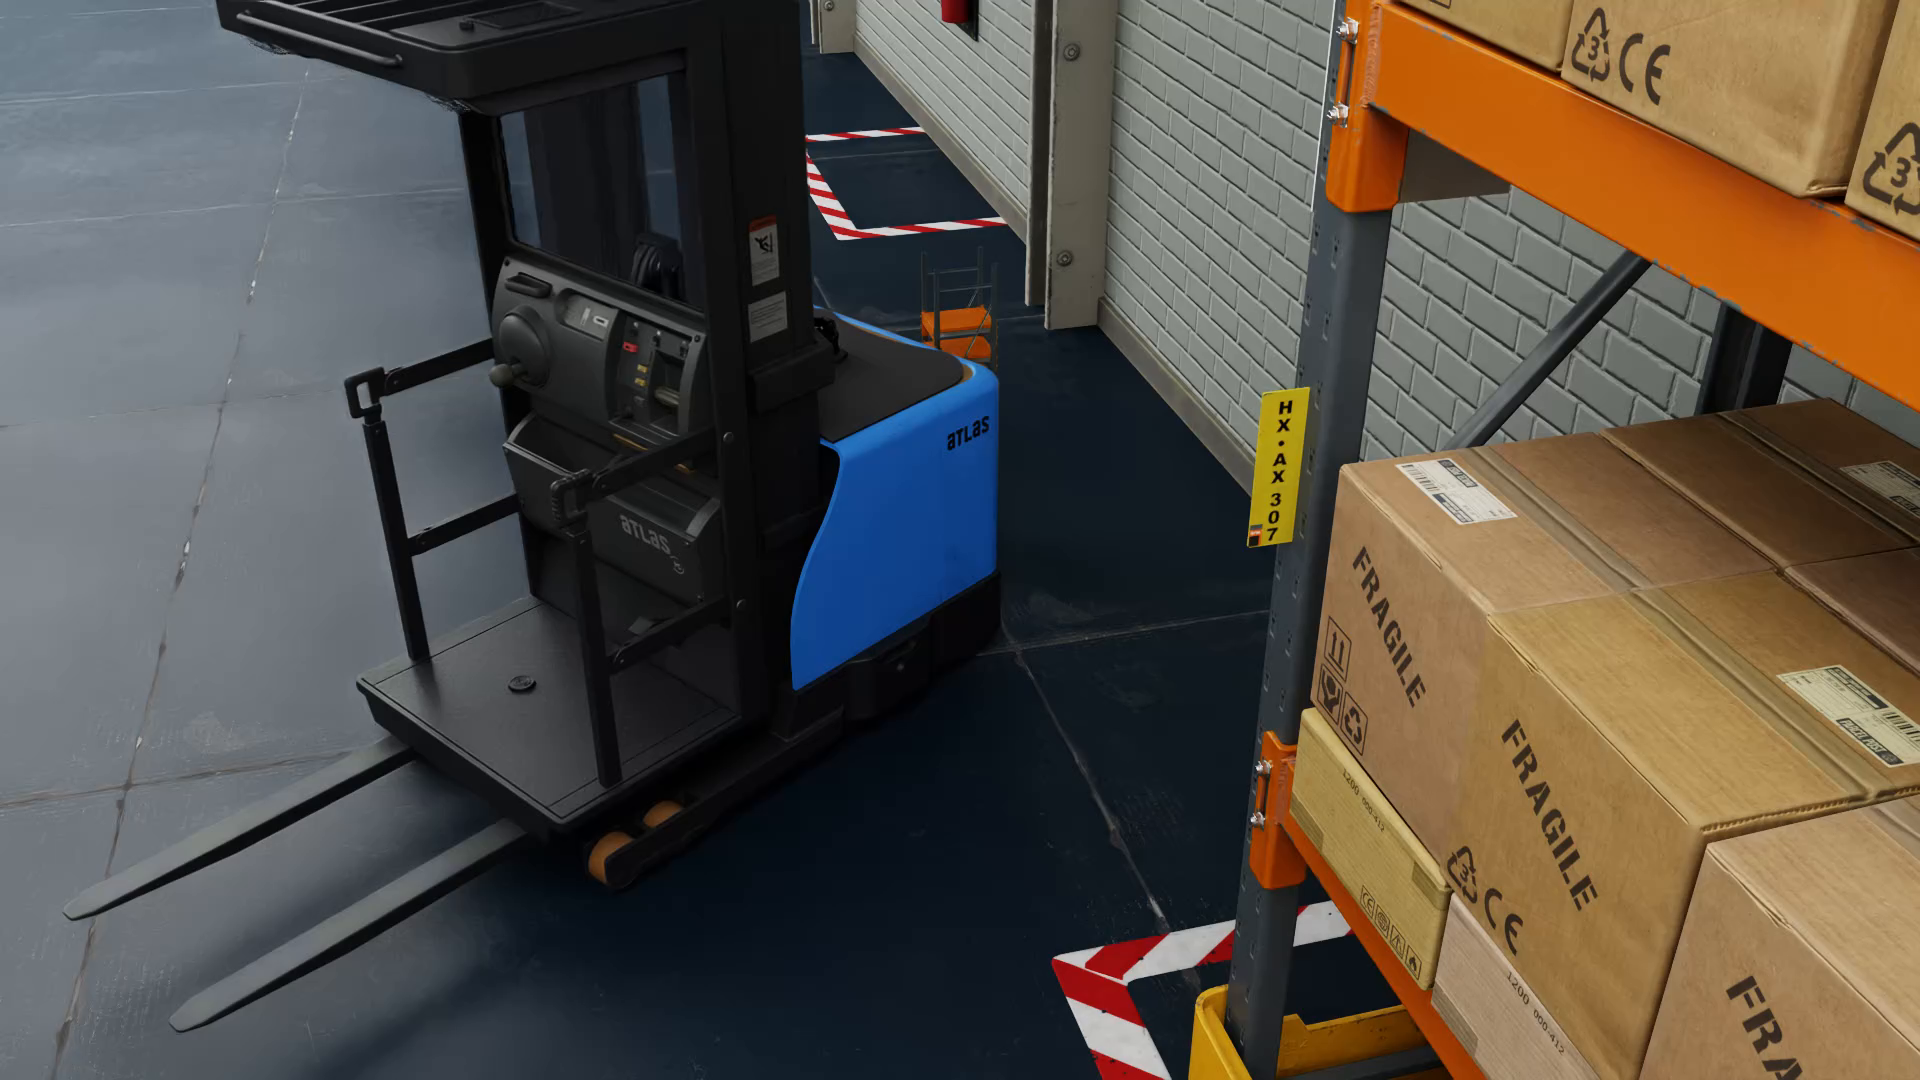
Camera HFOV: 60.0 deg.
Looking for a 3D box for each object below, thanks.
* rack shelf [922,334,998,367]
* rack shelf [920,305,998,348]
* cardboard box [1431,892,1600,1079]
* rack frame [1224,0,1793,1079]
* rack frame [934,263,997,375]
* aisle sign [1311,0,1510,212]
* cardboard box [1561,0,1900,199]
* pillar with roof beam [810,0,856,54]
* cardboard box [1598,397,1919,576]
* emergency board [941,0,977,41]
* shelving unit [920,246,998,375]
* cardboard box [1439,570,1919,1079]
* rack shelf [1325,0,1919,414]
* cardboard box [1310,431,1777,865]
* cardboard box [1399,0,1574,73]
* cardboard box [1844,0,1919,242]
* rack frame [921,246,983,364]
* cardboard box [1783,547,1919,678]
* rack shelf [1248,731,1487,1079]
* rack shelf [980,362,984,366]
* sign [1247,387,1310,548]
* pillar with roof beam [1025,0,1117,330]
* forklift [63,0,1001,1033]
[{"bbox_3d":[-0.004,-0.696,6.364,0.258,0.103,0.180,-8,31,-13],"label":"rack shelf"},{"bbox_3d":[-0.004,-0.799,6.303,0.258,0.103,0.180,-8,31,-13],"label":"rack shelf"},{"bbox_3d":[1.098,0.752,2.586,0.500,0.250,0.500,-9,31,-15],"label":"cardboard box"},{"bbox_3d":[1.123,0.169,3.463,1.000,3.000,0.127,-8,31,-13],"label":"rack frame"},{"bbox_3d":[0.020,-0.482,6.385,0.240,1.200,0.006,-8,31,-13],"label":"rack frame"},{"bbox_3d":[0.815,-0.951,2.803,0.394,0.787,0.004,-8,31,-13],"label":"aisle sign"},{"bbox_3d":[1.079,-0.722,1.889,0.500,0.500,0.500,-6,31,-10],"label":"cardboard box"},{"bbox_3d":[-5.193,-7.428,10.599,9.100,9.000,0.400,-8,31,-13],"label":"pillar with roof beam"},{"bbox_3d":[1.453,0.100,2.964,0.500,0.500,0.500,-8,31,-14],"label":"cardboard box"},{"bbox_3d":[-0.069,-3.704,10.155,0.194,1.169,0.643,-8,31,-13],"label":"emergency board"},{"bbox_3d":[-0.004,-0.526,6.461,0.258,1.200,0.189,-8,31,-13],"label":"shelving unit"},{"bbox_3d":[1.081,0.411,2.426,0.500,0.500,0.500,-8,31,-13],"label":"cardboard box"},{"bbox_3d":[1.654,0.148,1.223,1.077,0.370,4.000,-8,31,-13],"label":"rack shelf"},{"bbox_3d":[0.960,0.171,2.841,0.500,0.500,0.500,-8,31,-13],"label":"cardboard box"},{"bbox_3d":[0.971,-0.986,2.345,0.500,0.500,0.500,-7,31,-12],"label":"cardboard box"},{"bbox_3d":[1.220,-0.472,1.457,0.500,0.500,0.500,-6,31,-11],"label":"cardboard box"},{"bbox_3d":[-0.028,-0.570,6.538,0.240,1.200,0.006,-8,31,-13],"label":"rack frame"},{"bbox_3d":[1.577,0.345,2.541,0.500,0.500,0.500,-7,31,-13],"label":"cardboard box"},{"bbox_3d":[1.654,1.446,1.975,1.077,0.370,4.000,-8,31,-13],"label":"rack shelf"},{"bbox_3d":[-0.004,-0.592,6.424,0.258,0.103,0.180,-8,31,-13],"label":"rack shelf"},{"bbox_3d":[0.600,-0.133,3.122,0.100,0.325,0.005,-8,31,-13],"label":"sign"},{"bbox_3d":[-3.600,-4.530,5.593,9.100,9.000,0.400,-8,31,-13],"label":"pillar with roof beam"},{"bbox_3d":[-1.206,-0.518,4.719,1.130,2.935,3.031,24,38,35],"label":"forklift"}]
